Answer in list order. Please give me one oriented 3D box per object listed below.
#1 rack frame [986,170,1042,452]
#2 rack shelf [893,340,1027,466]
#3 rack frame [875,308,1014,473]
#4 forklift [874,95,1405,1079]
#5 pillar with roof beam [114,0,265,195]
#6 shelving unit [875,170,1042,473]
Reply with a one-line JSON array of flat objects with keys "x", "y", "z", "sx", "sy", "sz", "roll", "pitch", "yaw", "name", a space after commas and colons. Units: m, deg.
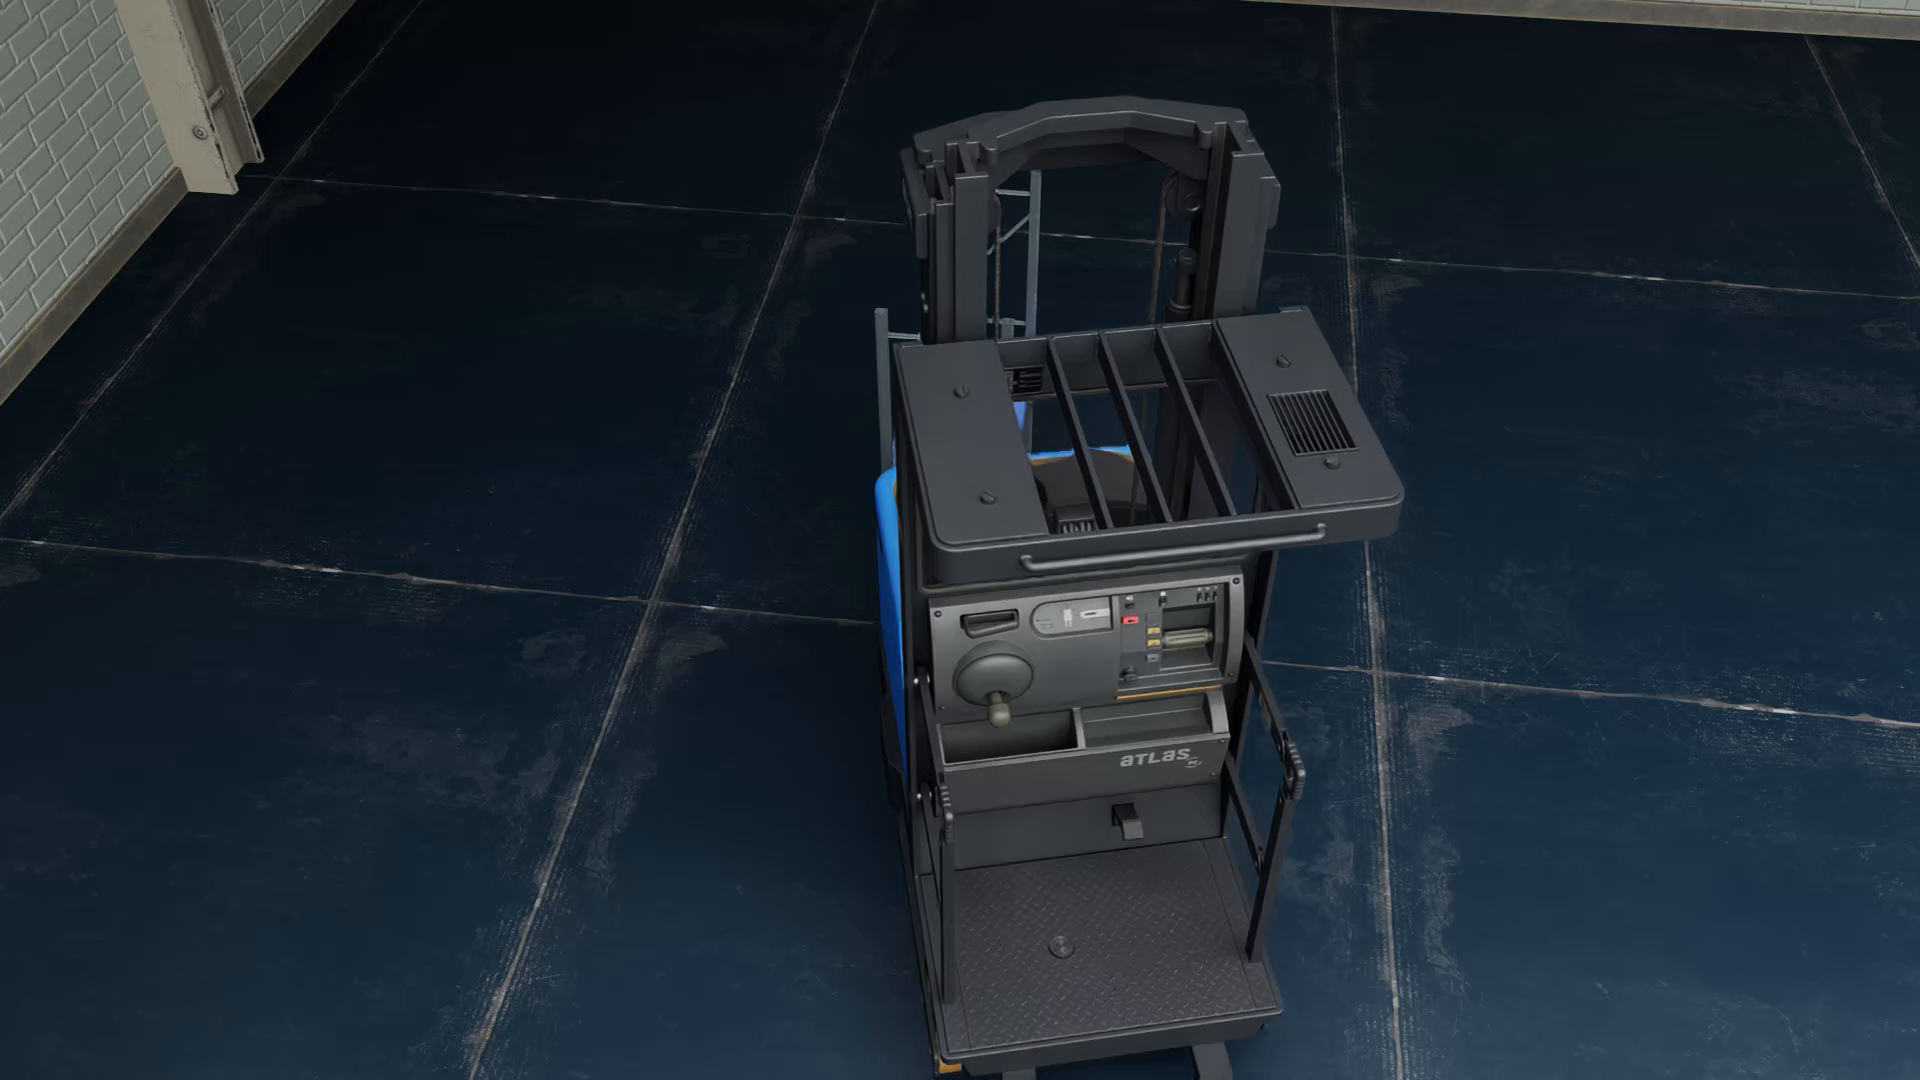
[{"x": 0.078, "y": -0.949, "z": 7.184, "sx": 0.500, "sy": 1.500, "sz": 0.032, "roll": 5, "pitch": 44, "yaw": 6, "name": "rack frame"}, {"x": 0.011, "y": -0.472, "z": 6.942, "sx": 0.538, "sy": 0.185, "sz": 1.000, "roll": 5, "pitch": 44, "yaw": 6, "name": "rack shelf"}, {"x": -0.056, "y": -0.256, "z": 6.452, "sx": 0.500, "sy": 1.500, "sz": 0.032, "roll": 5, "pitch": 44, "yaw": 6, "name": "rack frame"}, {"x": 0.410, "y": 0.403, "z": 4.715, "sx": 1.130, "sy": 2.935, "sz": 3.031, "roll": -6, "pitch": 44, "yaw": -6, "name": "forklift"}, {"x": 0.077, "y": -4.961, "z": 5.967, "sx": 9.100, "sy": 9.000, "sz": 0.400, "roll": 5, "pitch": 44, "yaw": 6, "name": "pillar with roof beam"}, {"x": 0.011, "y": -0.603, "z": 6.818, "sx": 0.538, "sy": 1.500, "sz": 1.048, "roll": 5, "pitch": 44, "yaw": 6, "name": "shelving unit"}]
